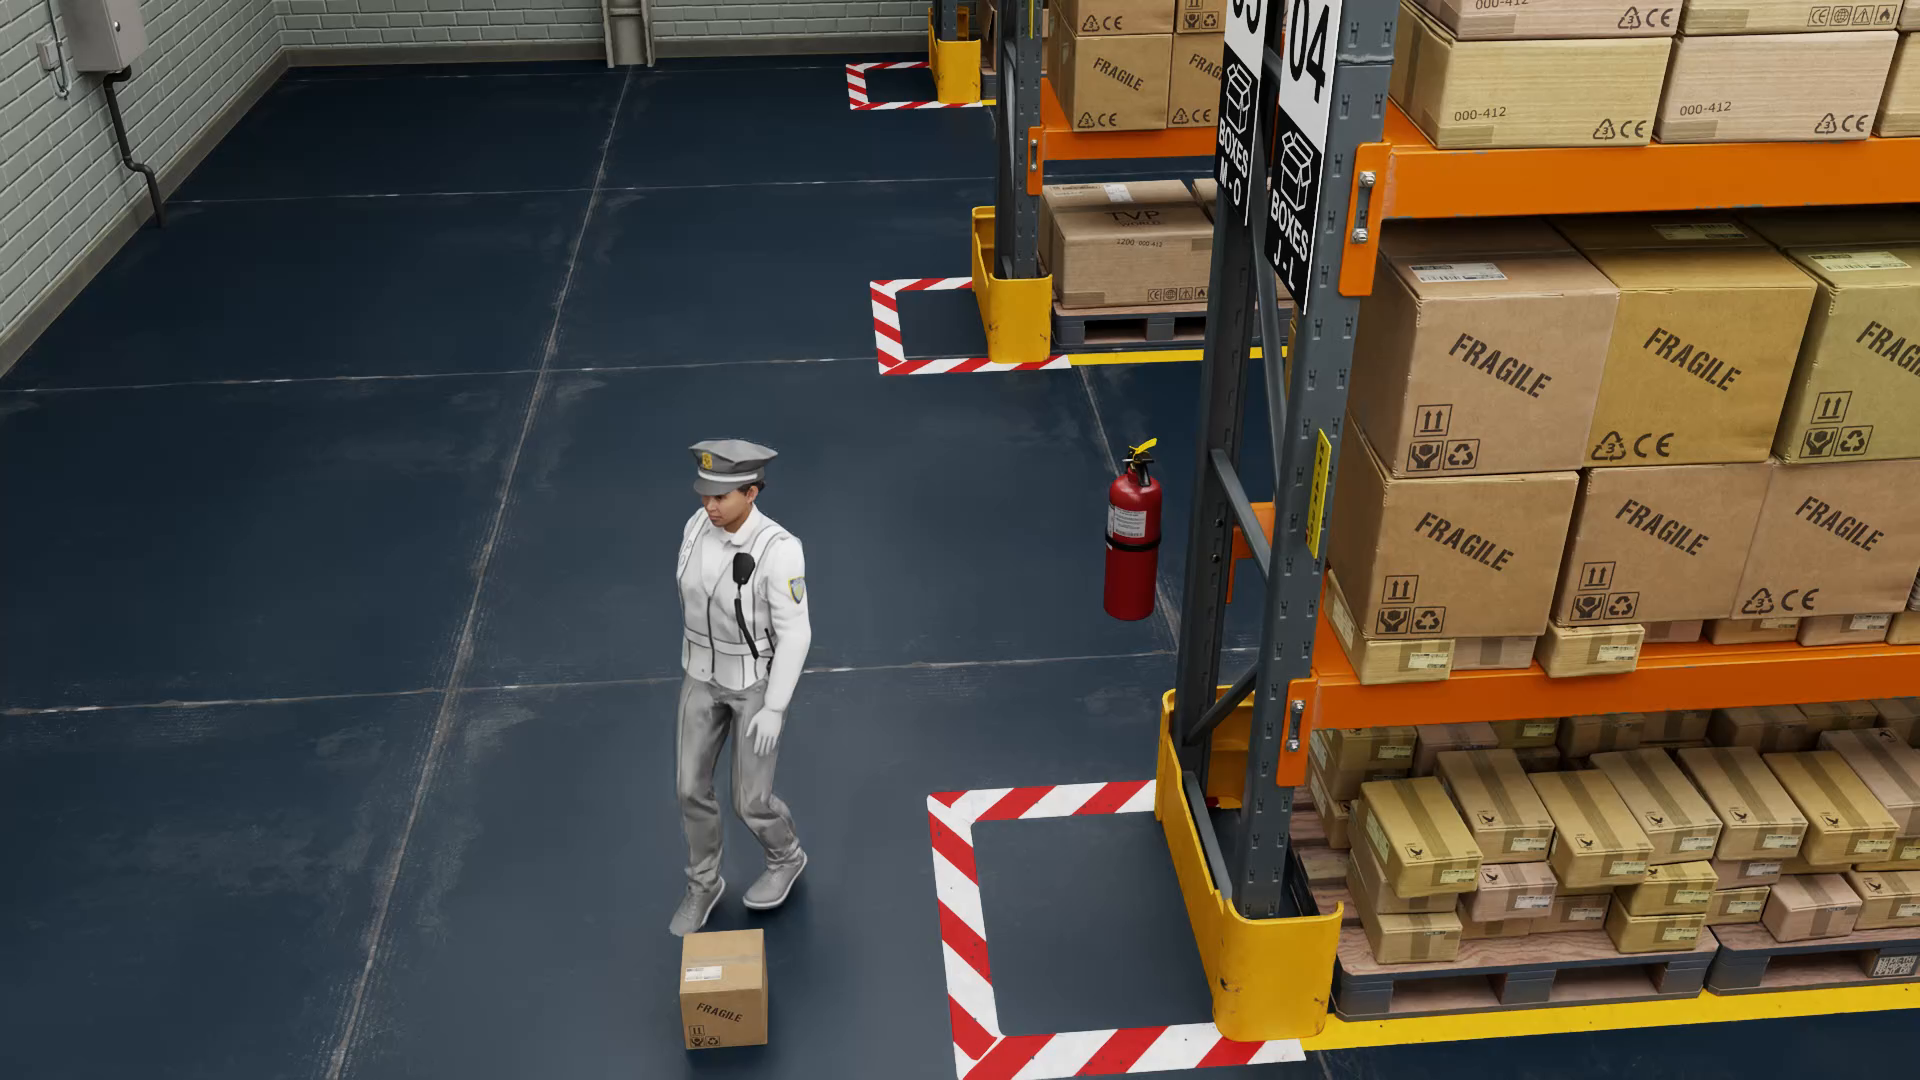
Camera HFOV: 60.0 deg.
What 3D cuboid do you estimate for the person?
[{"bbox_3d":[-0.743,0.521,5.306,0.536,1.741,0.602,16,35,25],"label":"person"}]
